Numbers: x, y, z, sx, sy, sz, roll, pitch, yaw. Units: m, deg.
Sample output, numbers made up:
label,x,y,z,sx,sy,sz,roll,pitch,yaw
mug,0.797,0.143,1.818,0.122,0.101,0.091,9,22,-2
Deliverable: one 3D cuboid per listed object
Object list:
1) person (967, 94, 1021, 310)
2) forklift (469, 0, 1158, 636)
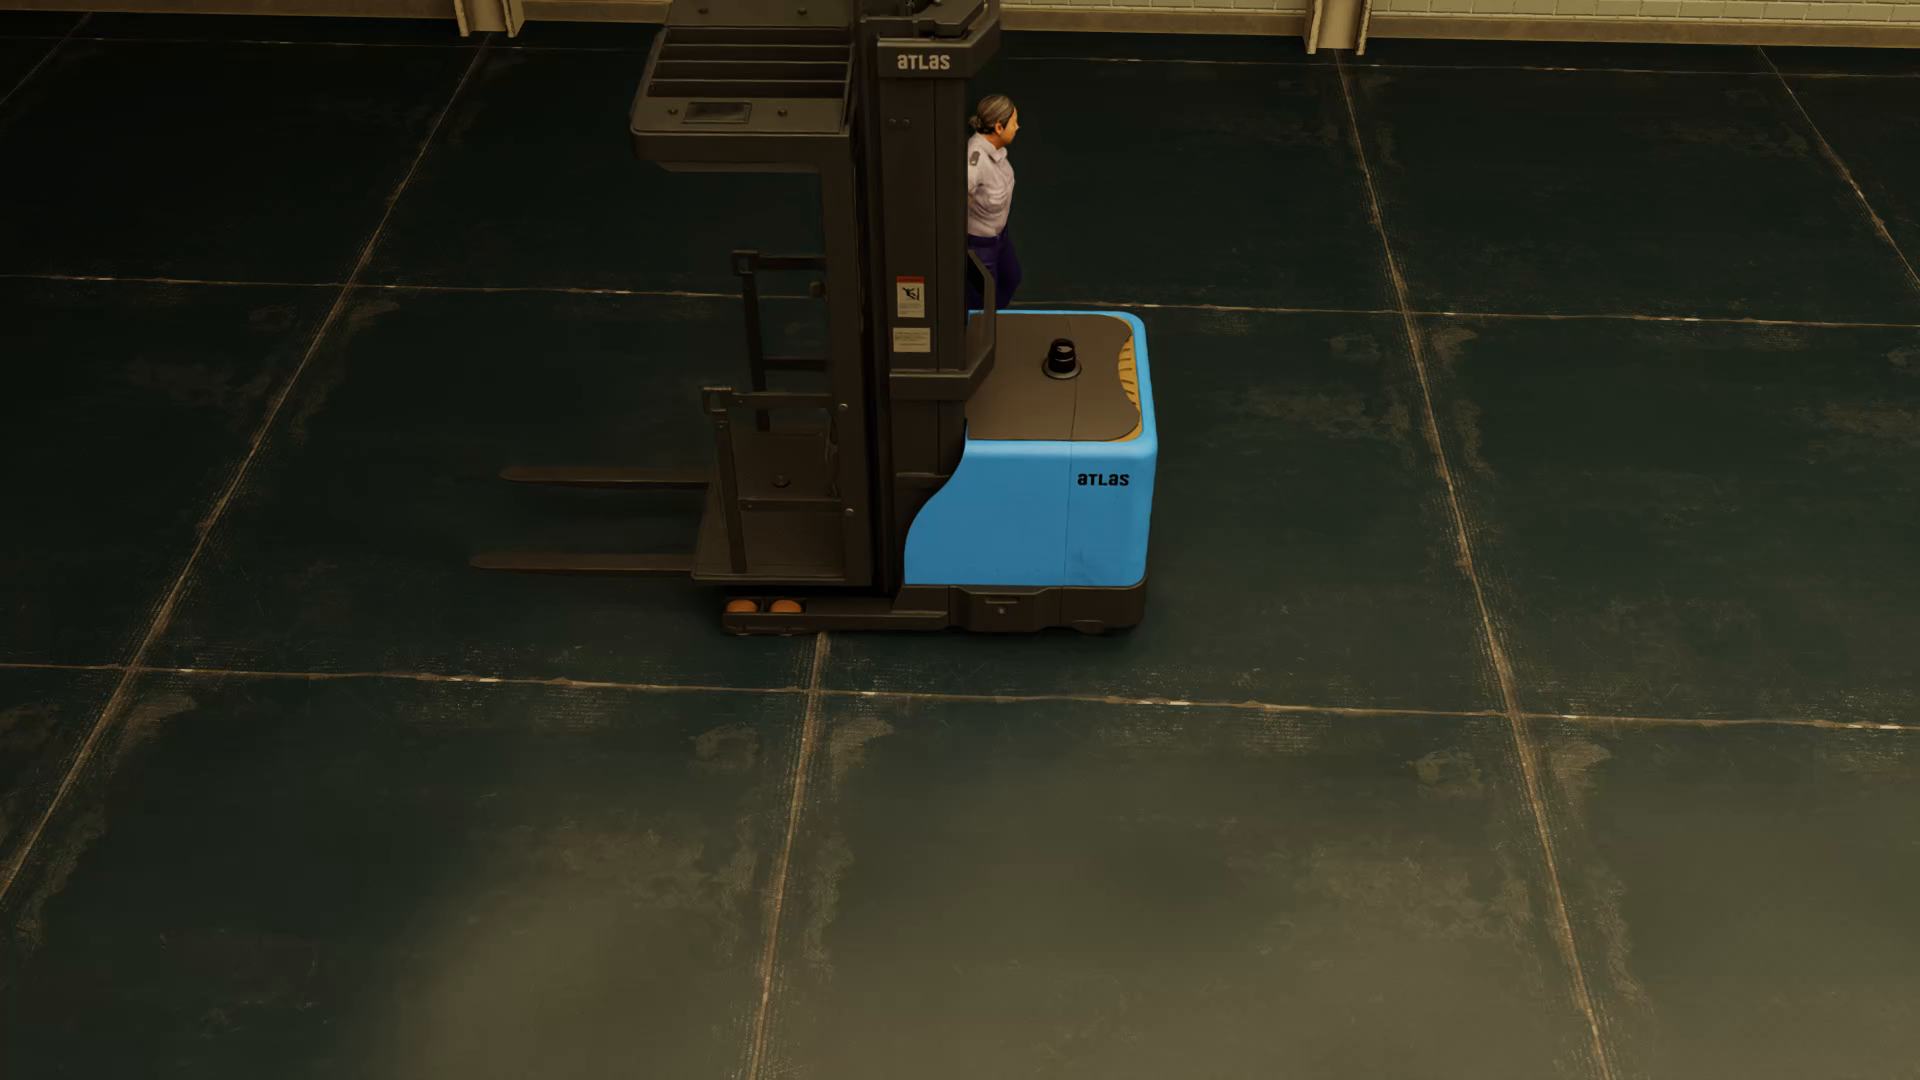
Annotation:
label,x,y,z,sx,sy,sz,roll,pitch,yaw
person,0.070,-1.482,8.369,0.402,1.626,0.820,10,43,10
forklift,-0.685,-1.011,6.849,3.031,2.935,1.130,1,42,1
